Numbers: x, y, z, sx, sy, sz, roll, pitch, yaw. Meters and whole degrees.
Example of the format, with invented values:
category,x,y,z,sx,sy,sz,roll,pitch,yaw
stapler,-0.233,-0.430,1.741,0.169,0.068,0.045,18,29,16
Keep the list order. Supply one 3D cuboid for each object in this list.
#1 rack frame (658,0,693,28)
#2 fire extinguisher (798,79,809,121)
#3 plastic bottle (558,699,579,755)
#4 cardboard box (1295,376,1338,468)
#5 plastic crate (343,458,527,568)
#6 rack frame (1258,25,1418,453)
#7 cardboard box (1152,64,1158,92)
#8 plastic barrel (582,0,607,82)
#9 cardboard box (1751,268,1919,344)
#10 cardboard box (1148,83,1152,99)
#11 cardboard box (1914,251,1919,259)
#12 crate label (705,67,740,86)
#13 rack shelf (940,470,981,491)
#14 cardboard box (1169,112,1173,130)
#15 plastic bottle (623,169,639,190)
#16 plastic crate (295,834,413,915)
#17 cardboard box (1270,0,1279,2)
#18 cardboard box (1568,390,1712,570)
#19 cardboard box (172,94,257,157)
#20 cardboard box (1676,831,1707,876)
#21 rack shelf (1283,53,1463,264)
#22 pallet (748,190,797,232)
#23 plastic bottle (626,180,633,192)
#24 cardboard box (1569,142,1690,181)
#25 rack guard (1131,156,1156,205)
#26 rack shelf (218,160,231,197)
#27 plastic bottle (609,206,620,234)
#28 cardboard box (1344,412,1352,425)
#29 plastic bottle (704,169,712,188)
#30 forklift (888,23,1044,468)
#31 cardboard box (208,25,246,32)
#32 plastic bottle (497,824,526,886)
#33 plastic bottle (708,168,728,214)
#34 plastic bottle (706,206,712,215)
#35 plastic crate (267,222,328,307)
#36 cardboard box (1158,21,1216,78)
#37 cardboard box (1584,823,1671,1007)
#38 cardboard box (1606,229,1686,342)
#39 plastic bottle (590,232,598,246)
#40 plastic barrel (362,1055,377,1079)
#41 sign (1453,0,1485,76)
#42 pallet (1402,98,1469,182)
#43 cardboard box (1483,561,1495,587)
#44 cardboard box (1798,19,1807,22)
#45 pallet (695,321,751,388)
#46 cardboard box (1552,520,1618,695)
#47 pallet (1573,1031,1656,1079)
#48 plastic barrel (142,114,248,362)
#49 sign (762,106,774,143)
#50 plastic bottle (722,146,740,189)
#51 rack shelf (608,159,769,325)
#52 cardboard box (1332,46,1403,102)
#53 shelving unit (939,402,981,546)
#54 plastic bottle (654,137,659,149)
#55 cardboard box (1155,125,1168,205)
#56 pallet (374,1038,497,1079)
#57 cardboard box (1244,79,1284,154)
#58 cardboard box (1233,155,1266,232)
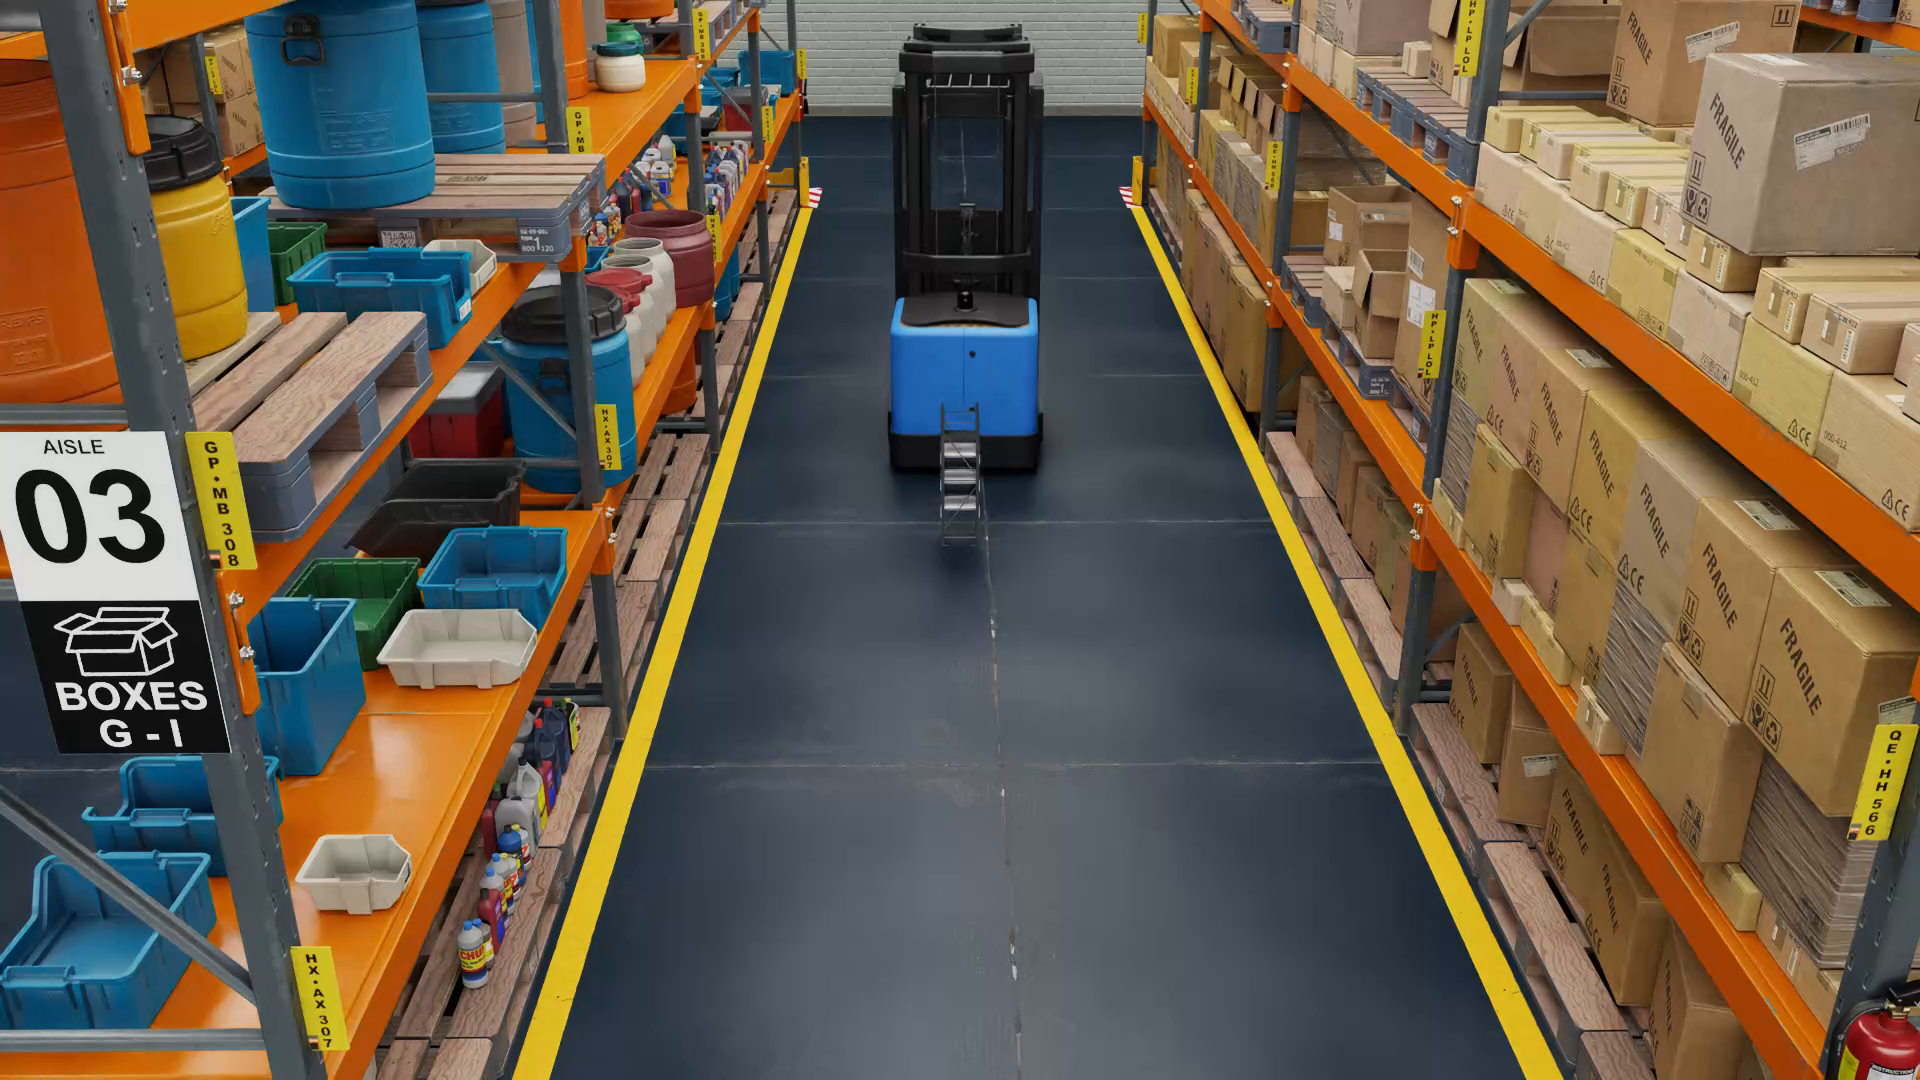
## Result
category,x,y,z,sx,sy,sz,roll,pitch,yaw
rack frame,-2.255,-4.742,10.314,1.000,3.000,0.127,0,24,-1
fire extinguisher,-1.889,-5.164,19.074,0.296,0.674,0.183,0,24,-1
plastic bottle,-1.876,0.874,7.940,0.061,0.283,0.133,1,24,2
cardboard box,2.725,-0.816,11.414,0.700,0.500,0.500,-2,24,-3
plastic crate,-2.333,-0.116,7.441,0.767,0.338,0.504,0,24,-1
rack frame,2.698,-2.031,11.600,1.000,3.000,0.127,0,24,-1
cardboard box,2.358,-4.981,17.945,0.500,0.250,0.500,-1,24,-1
plastic barrel,-2.463,-3.264,10.079,0.600,0.901,0.600,0,24,0
cardboard box,2.445,-0.651,4.606,0.380,0.149,0.250,0,24,0
cardboard box,2.289,-4.959,18.380,0.380,0.149,0.250,-1,24,-1
cardboard box,3.033,-0.865,5.080,0.380,0.149,0.250,-1,24,-3
crate label,-2.669,-5.153,18.633,0.416,0.233,0.303,0,24,-1
rack shelf,0.000,-0.383,10.586,0.258,0.077,0.200,0,24,-1
cardboard box,2.309,-4.218,16.741,0.380,0.149,0.250,-1,24,-1
plastic bottle,-2.662,-2.819,13.402,0.144,0.351,0.185,0,24,-1
plastic crate,-1.856,1.038,5.135,0.298,0.136,0.250,0,24,-1
cardboard box,2.522,-4.241,12.215,0.500,0.500,0.500,1,24,2
cardboard box,2.520,-0.214,5.888,0.500,0.500,0.500,0,24,-1
cardboard box,-6.985,-3.893,15.596,0.500,0.500,0.500,0,24,1
cardboard box,2.532,0.955,5.303,0.380,0.149,0.250,0,24,-1
rack shelf,2.720,-2.245,9.308,1.077,0.370,4.000,0,24,-1
pallet,-2.372,-3.694,18.662,1.003,0.211,1.213,0,24,-1
plastic bottle,-2.641,-2.722,13.271,0.061,0.283,0.133,0,24,-1
cardboard box,2.535,-1.405,6.274,0.380,0.149,0.250,0,24,1
rack guard,2.610,-4.198,19.426,1.175,0.500,0.348,0,24,-1
rack shelf,-7.230,-2.484,13.475,1.077,0.370,4.000,0,24,-1
plastic bottle,-2.678,-2.466,12.804,0.097,0.201,0.097,0,24,0
cardboard box,2.751,-0.939,10.776,0.500,0.250,0.500,2,24,5
plastic bottle,-2.082,-2.919,13.721,0.097,0.271,0.097,0,24,0
forklift,0.064,-2.404,12.508,1.130,2.935,3.031,1,24,1
cardboard box,-6.987,-4.757,16.293,0.500,0.500,0.500,-1,24,-2
plastic bottle,-1.883,1.316,6.976,0.097,0.271,0.097,0,24,0
plastic bottle,-1.949,-2.803,13.367,0.144,0.351,0.185,0,24,-1
plastic bottle,-1.897,-2.381,12.516,0.061,0.283,0.133,0,24,-1
plastic crate,-2.466,-0.979,5.891,0.336,0.188,0.450,0,24,-1
cardboard box,2.363,-5.118,17.336,0.500,0.500,0.500,-1,24,-2
cardboard box,2.766,1.452,6.424,0.500,0.500,0.500,2,24,4
cardboard box,2.510,-0.854,5.541,0.500,0.250,0.500,-1,24,-1
plastic bottle,-2.669,-2.130,12.061,0.097,0.201,0.097,0,24,0
plastic barrel,-2.257,1.753,5.744,0.421,0.512,0.421,0,24,0
sign,2.186,-2.160,7.141,0.100,0.325,0.005,0,24,-1
pallet,2.841,-1.918,7.940,1.213,0.211,1.003,0,24,-1
cardboard box,2.475,0.131,7.125,0.380,0.149,0.250,0,24,-1
cardboard box,7.833,-4.697,15.799,0.500,0.500,0.500,-1,24,-2
pallet,-2.316,-1.564,13.952,1.003,0.211,1.213,0,24,-1
cardboard box,2.725,0.240,6.097,0.875,0.500,0.500,0,24,-1
pallet,2.811,2.170,5.695,1.003,0.211,1.213,0,24,-1
plastic barrel,-2.307,-0.825,4.556,0.600,0.588,0.600,0,24,0
sign,-1.749,-3.784,15.142,0.100,0.325,0.005,0,24,-1
plastic bottle,-1.959,-3.181,14.202,0.144,0.351,0.185,0,24,-1
rack shelf,-2.277,-2.505,13.521,1.077,0.370,4.000,0,24,-1
cardboard box,2.469,-2.711,9.646,0.500,0.250,0.500,0,24,1
shelving unit,0.000,-0.413,10.572,0.258,0.900,0.210,0,24,-1
plastic bottle,-2.721,-3.450,14.881,0.061,0.283,0.133,0,24,-1
cardboard box,2.697,-4.287,18.658,0.875,0.875,0.875,0,24,-1
pallet,-2.219,2.193,5.645,1.003,0.211,1.213,0,24,-1
cardboard box,2.688,-3.379,13.243,0.797,0.503,0.637,1,24,1
cardboard box,2.436,-2.698,12.954,0.500,0.500,0.500,-1,24,-2
